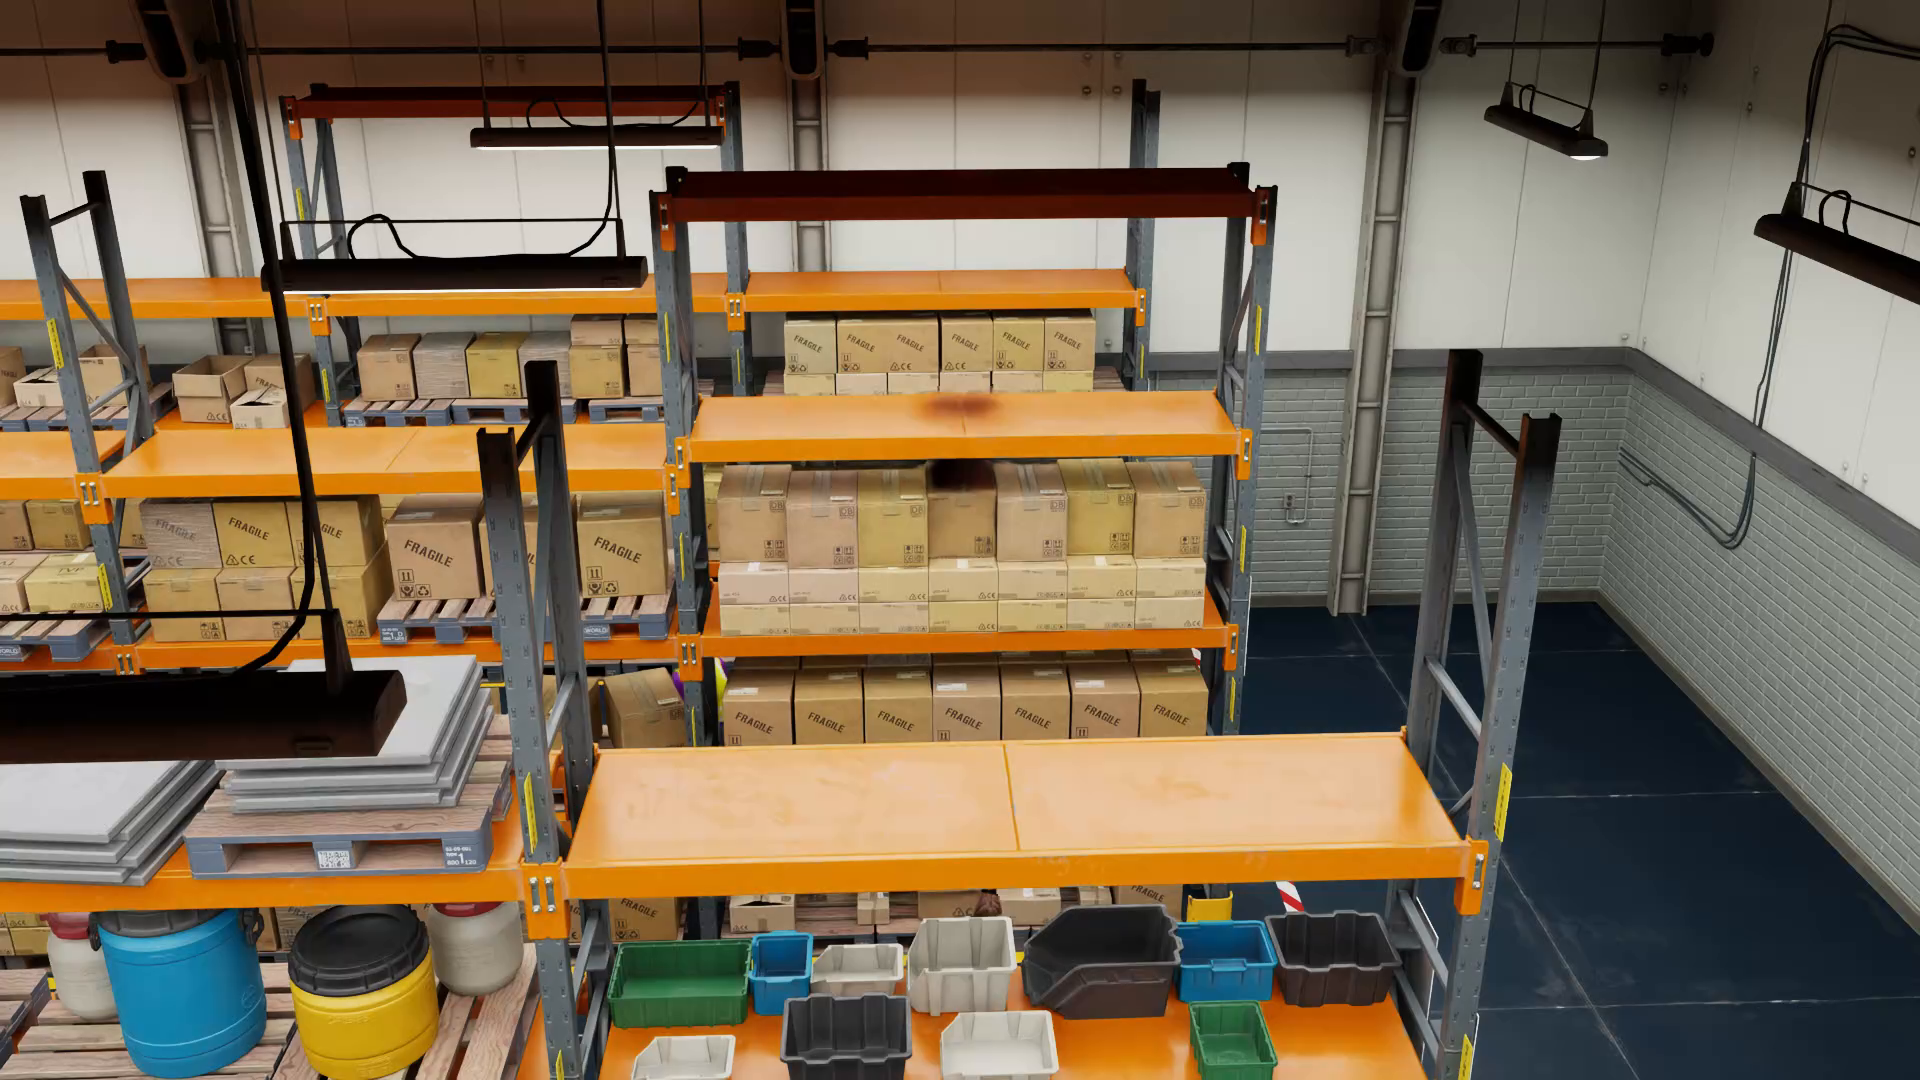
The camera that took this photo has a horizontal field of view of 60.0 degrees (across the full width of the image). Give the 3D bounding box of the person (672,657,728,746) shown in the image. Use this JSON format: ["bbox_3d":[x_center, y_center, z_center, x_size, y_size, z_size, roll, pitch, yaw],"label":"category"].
[{"bbox_3d":[-2.270,1.615,14.821,0.602,1.742,0.590,14,26,30],"label":"person"}]

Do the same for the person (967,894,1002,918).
[{"bbox_3d":[0.216,3.055,11.562,0.503,1.578,0.724,20,30,40],"label":"person"}]
